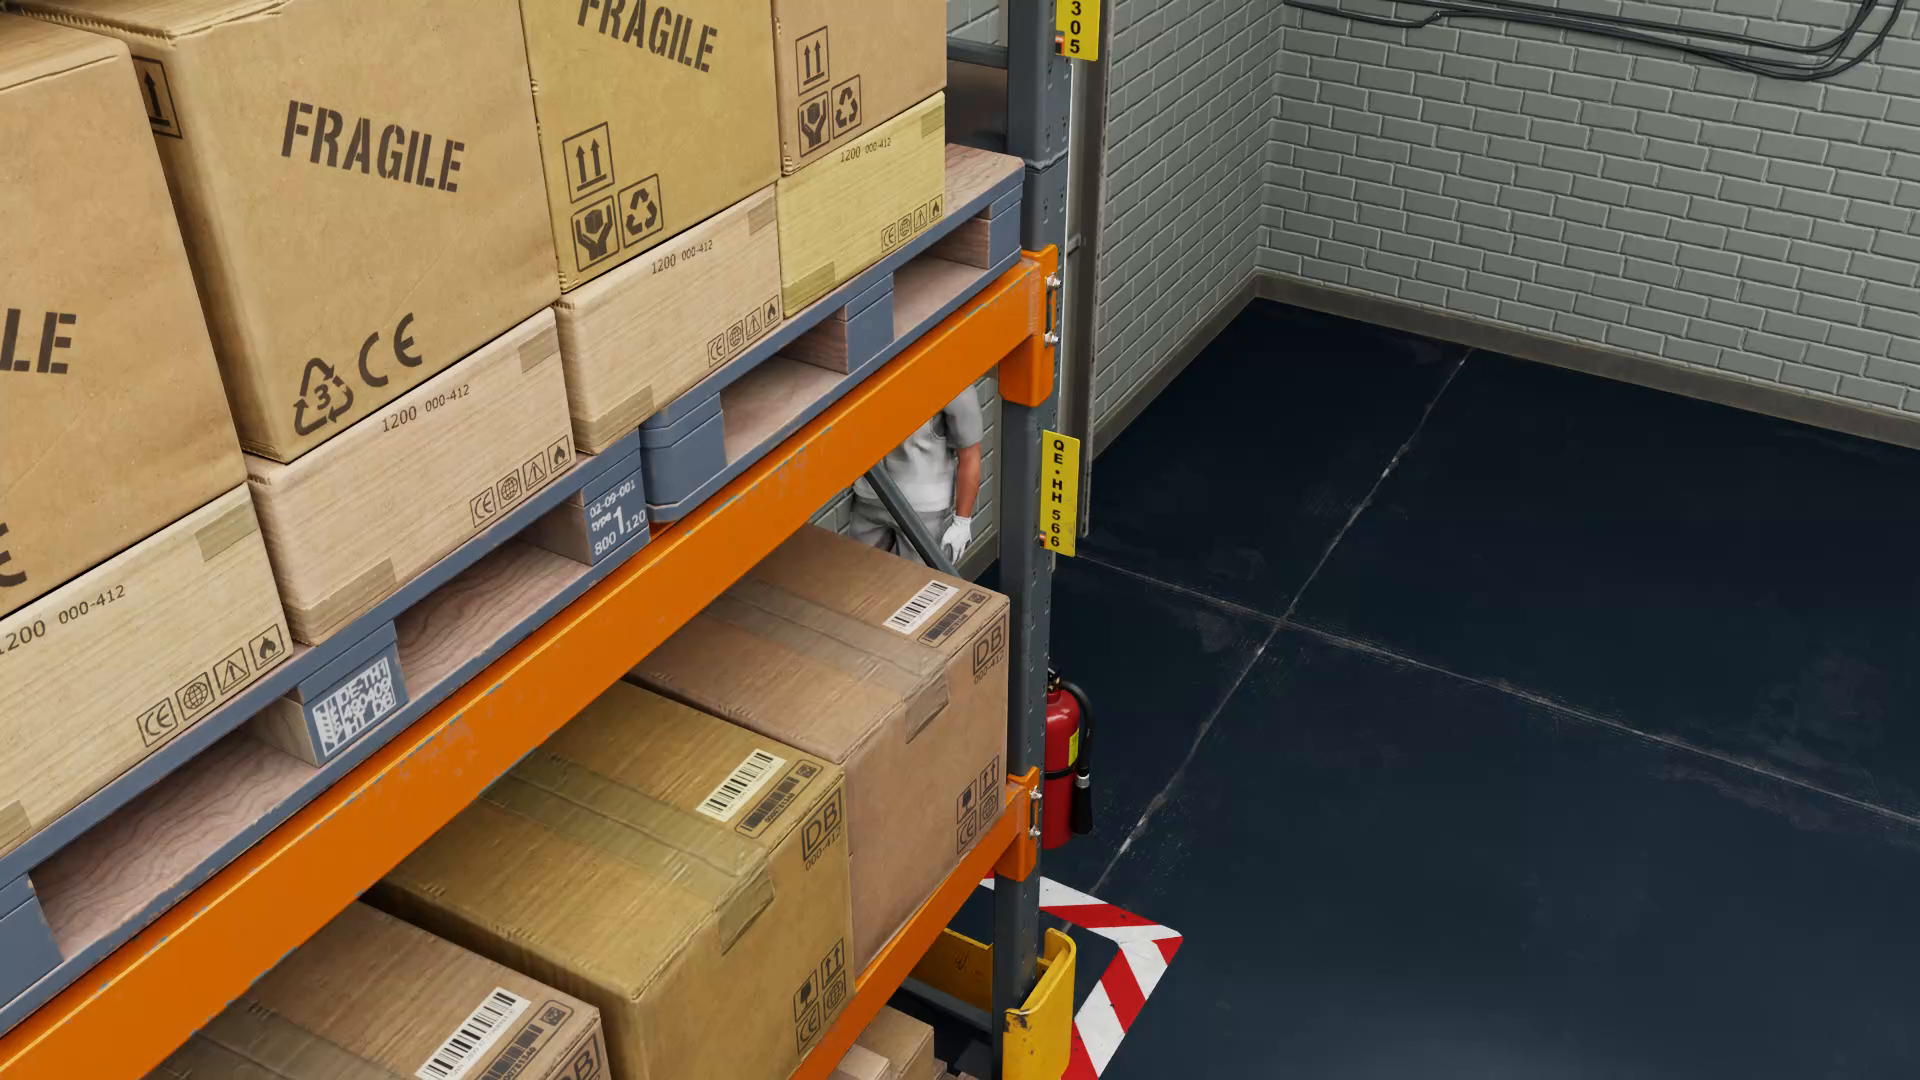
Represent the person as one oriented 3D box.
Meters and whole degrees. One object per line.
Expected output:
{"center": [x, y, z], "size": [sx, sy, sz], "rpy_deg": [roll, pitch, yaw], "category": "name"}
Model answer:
{"center": [-0.267, -0.105, 6.259], "size": [0.637, 1.788, 0.560], "rpy_deg": [18, 38, 25], "category": "person"}
